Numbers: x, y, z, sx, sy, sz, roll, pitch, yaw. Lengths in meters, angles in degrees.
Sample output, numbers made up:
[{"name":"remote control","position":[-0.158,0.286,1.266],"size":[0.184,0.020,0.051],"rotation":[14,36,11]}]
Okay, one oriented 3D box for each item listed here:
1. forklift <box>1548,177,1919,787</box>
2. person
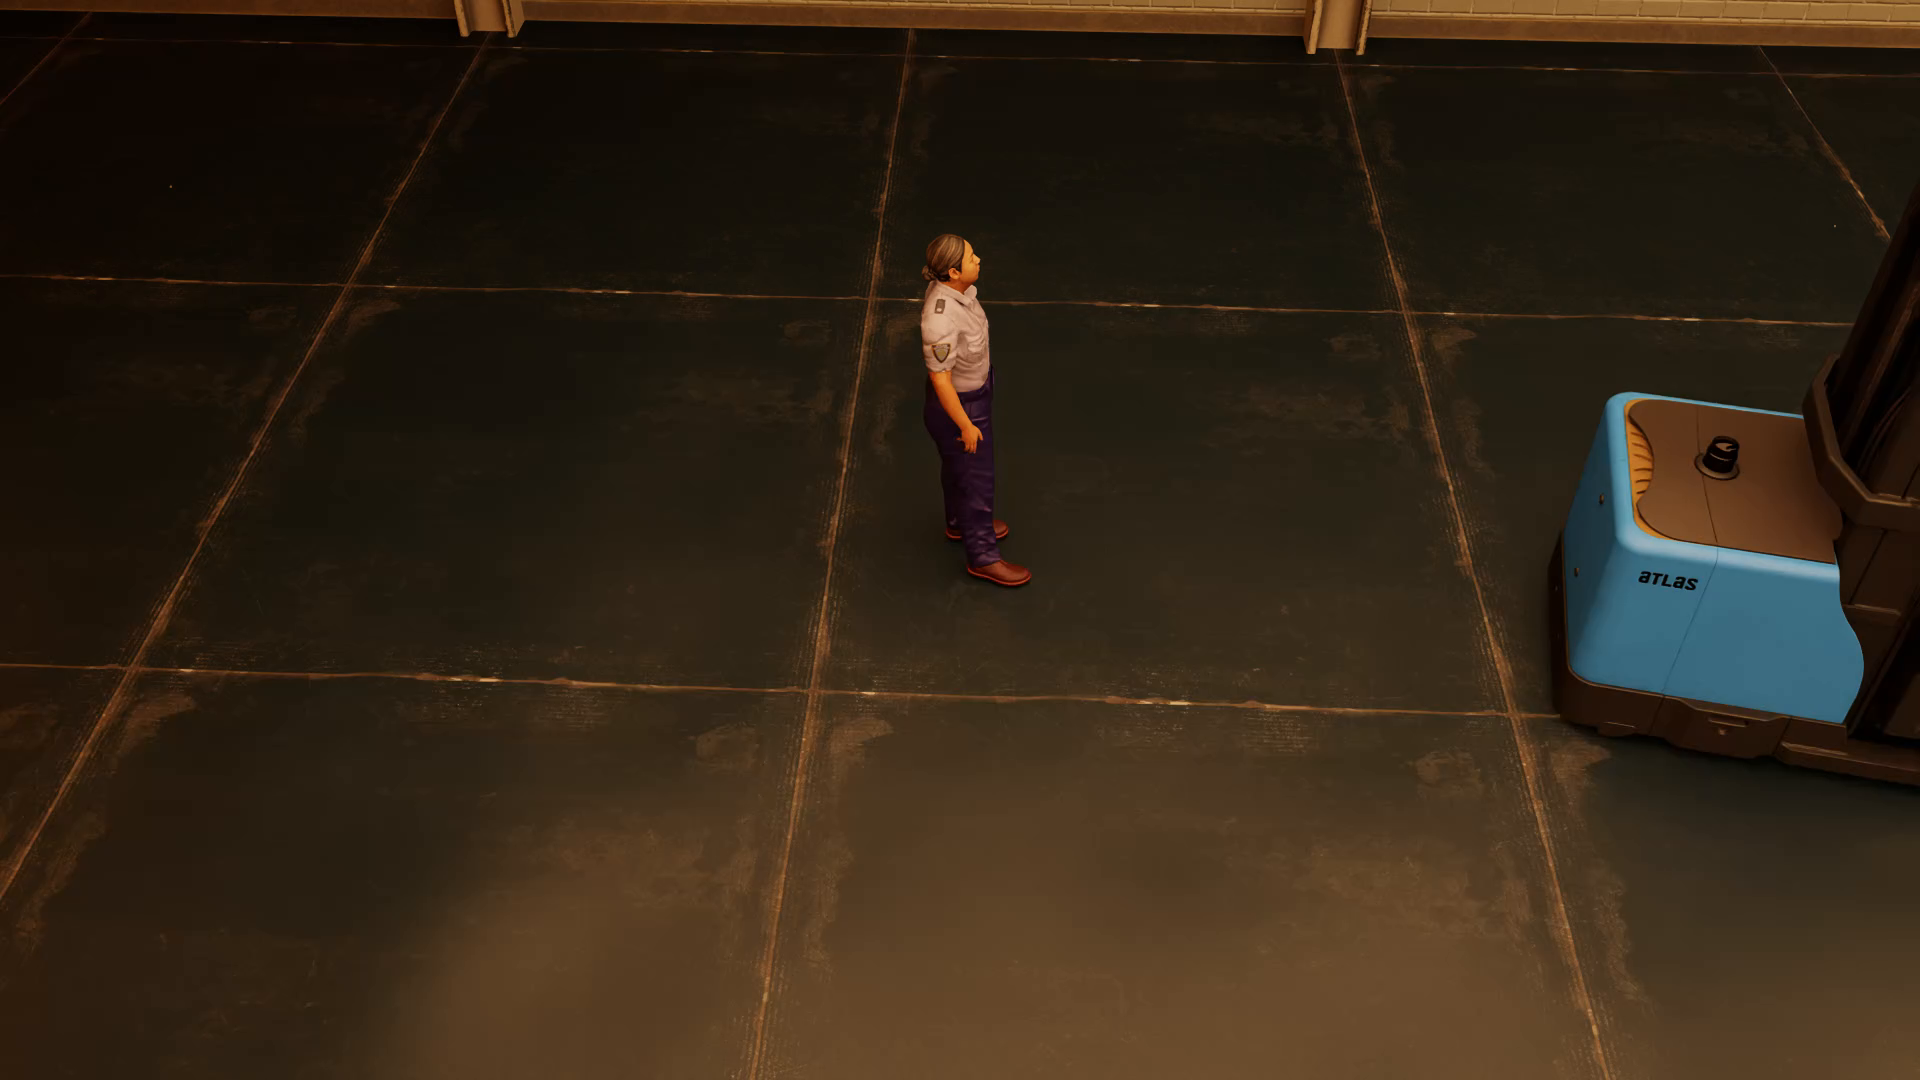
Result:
[{"name":"forklift","position":[4.087,-0.382,6.160],"size":[3.031,2.935,1.130],"rotation":[9,43,10]},{"name":"person","position":[0.088,-0.596,7.335],"size":[0.503,1.651,0.598],"rotation":[2,42,2]}]
